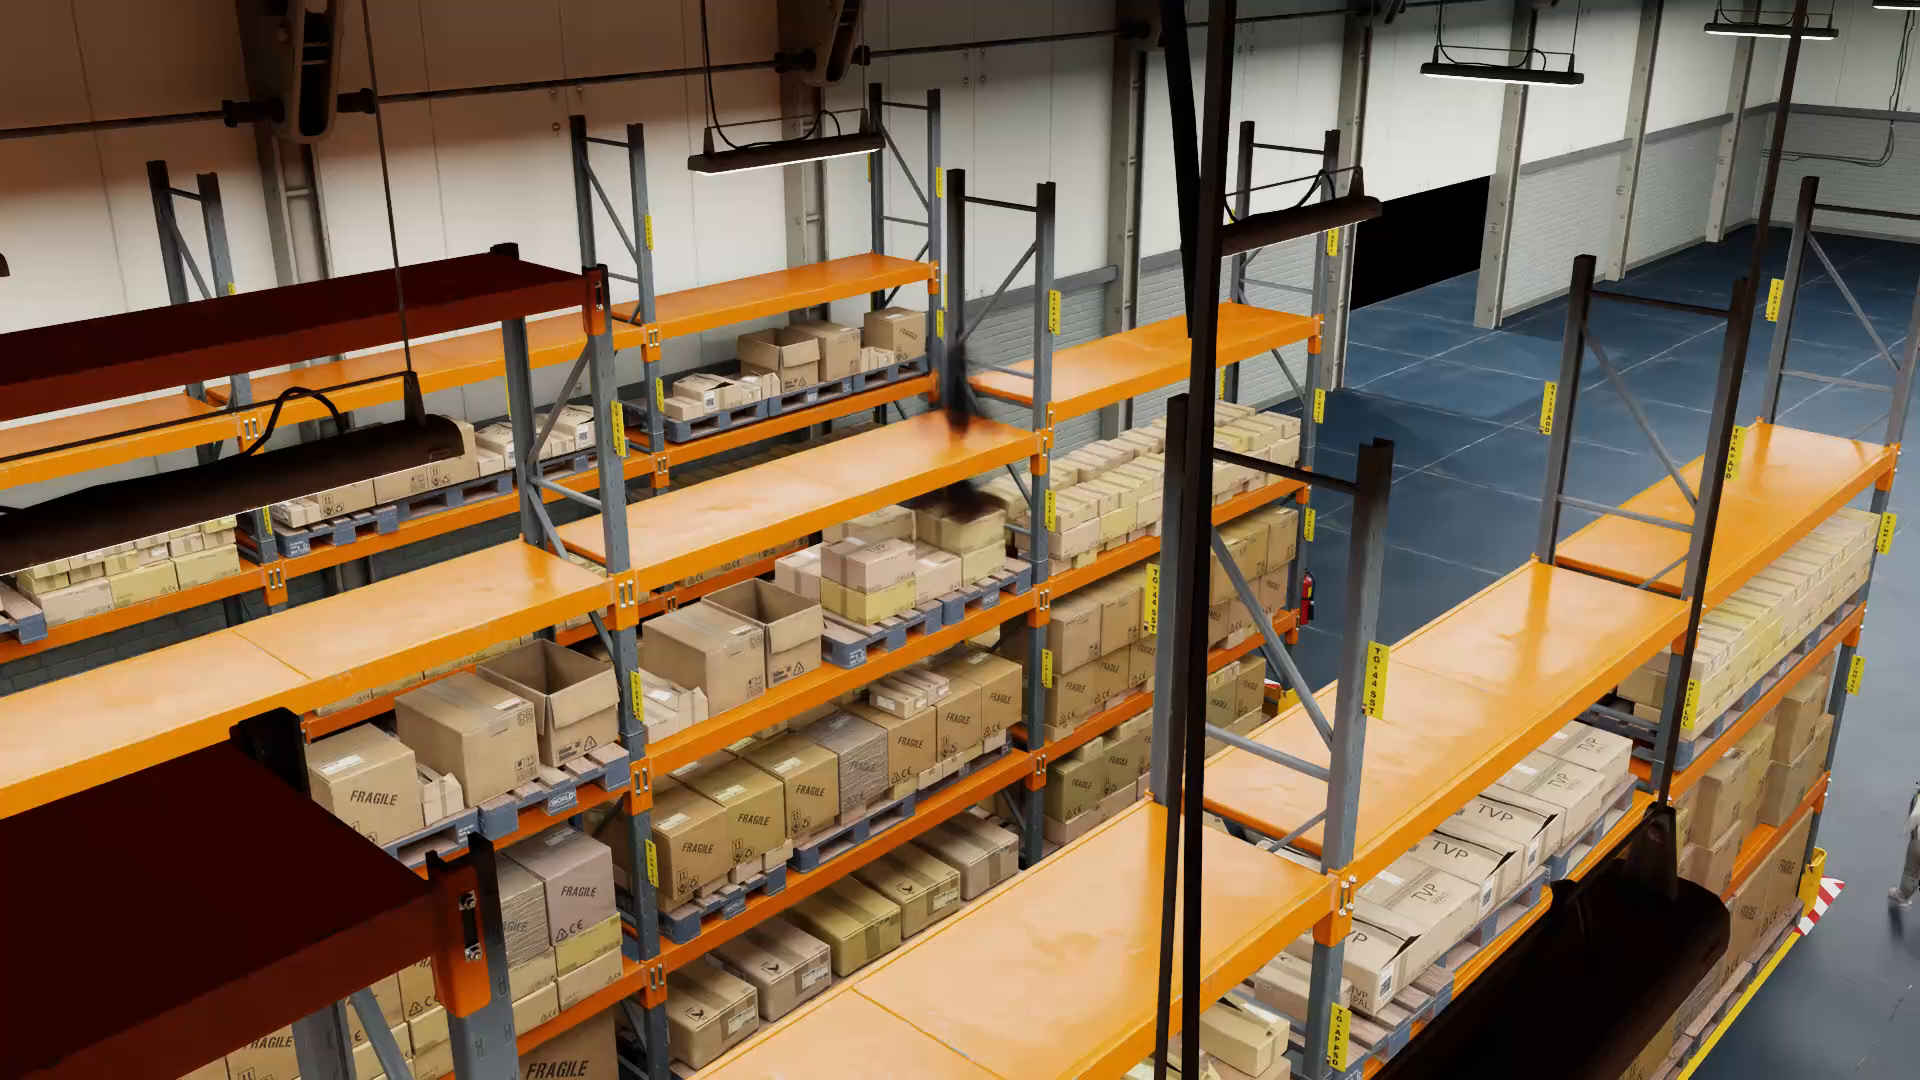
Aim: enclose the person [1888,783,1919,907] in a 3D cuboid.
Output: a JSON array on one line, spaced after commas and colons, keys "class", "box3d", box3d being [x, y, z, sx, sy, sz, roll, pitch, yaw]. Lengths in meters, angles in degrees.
[{"class": "person", "box3d": [7.874, 2.428, 13.435, 0.626, 1.660, 1.034, 1, 21, 3]}]
